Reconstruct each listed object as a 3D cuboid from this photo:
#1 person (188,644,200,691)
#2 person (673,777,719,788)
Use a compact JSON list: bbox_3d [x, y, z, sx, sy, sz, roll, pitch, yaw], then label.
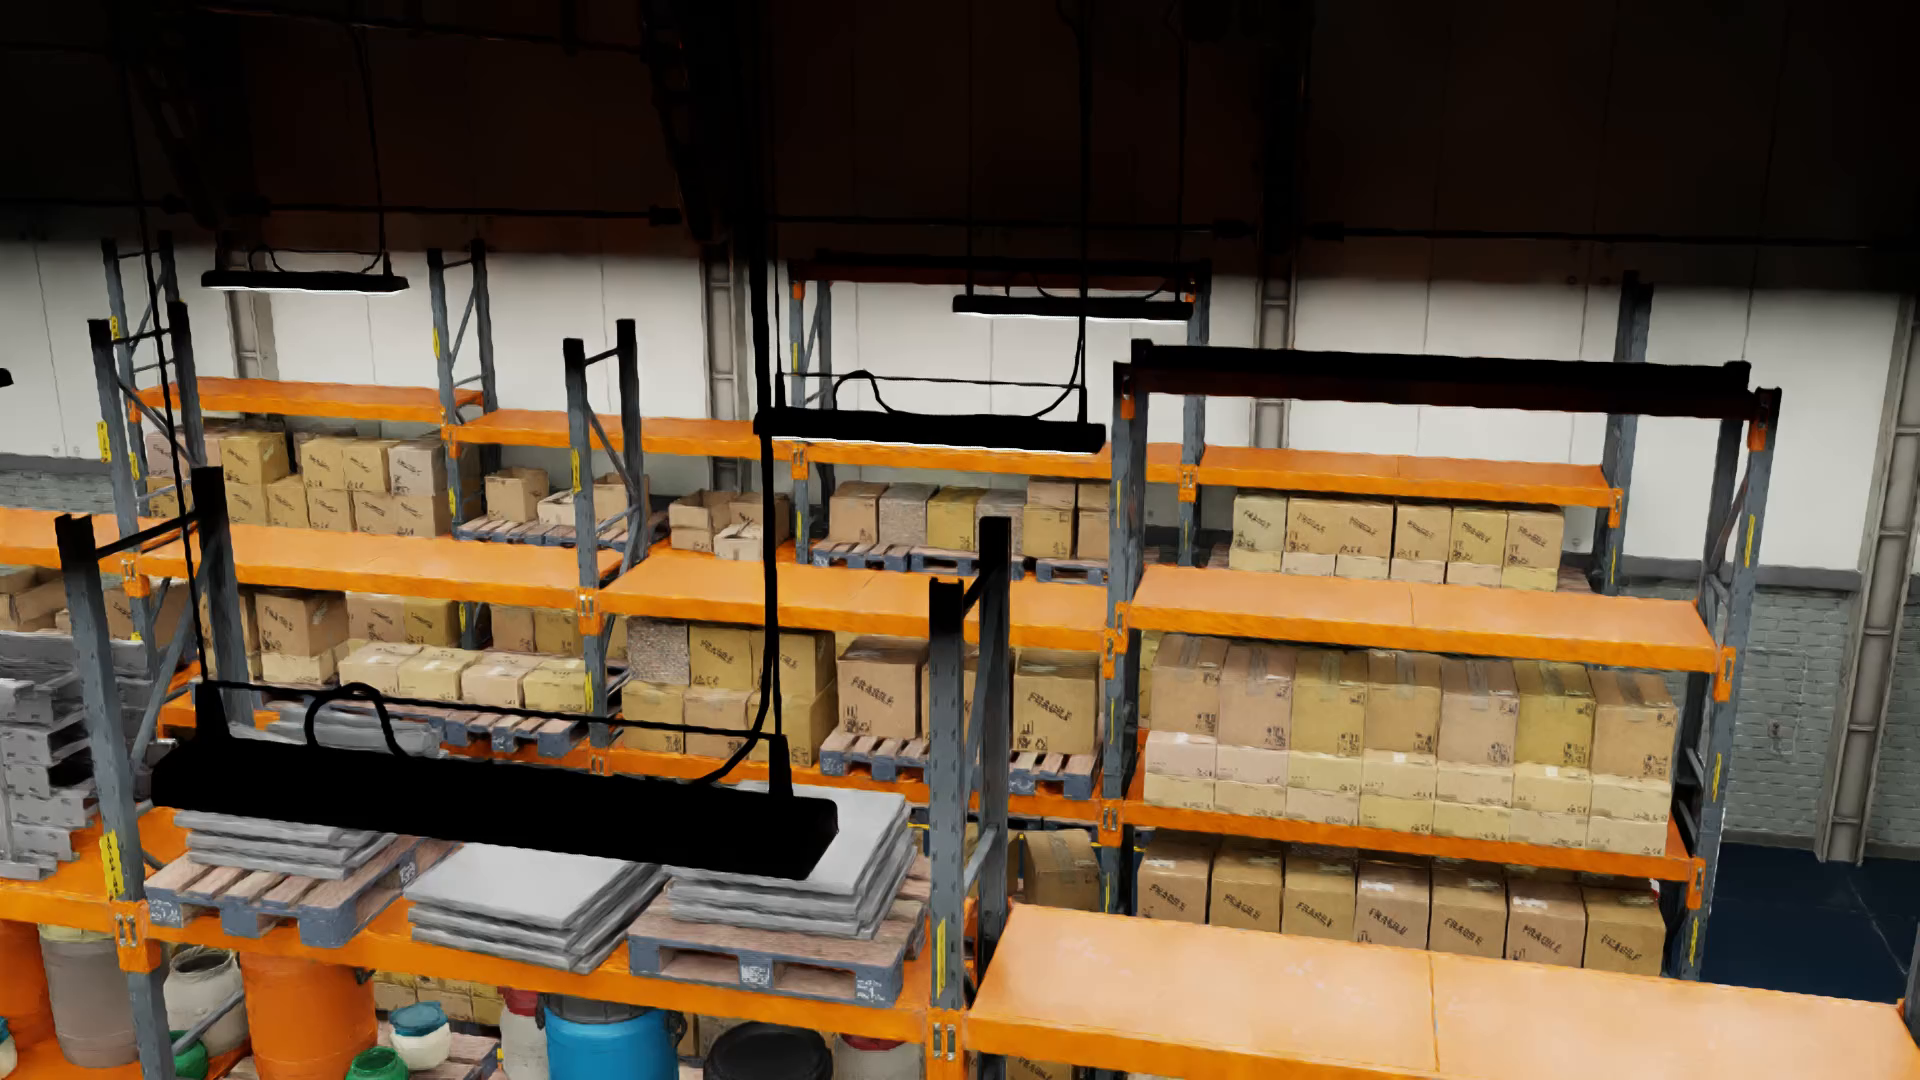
[{"bbox_3d":[-8.276,1.915,18.599,0.653,1.788,0.402,-1,16,-2],"label":"person"},{"bbox_3d":[-2.579,2.706,16.157,1.030,1.669,0.555,4,17,12],"label":"person"}]
